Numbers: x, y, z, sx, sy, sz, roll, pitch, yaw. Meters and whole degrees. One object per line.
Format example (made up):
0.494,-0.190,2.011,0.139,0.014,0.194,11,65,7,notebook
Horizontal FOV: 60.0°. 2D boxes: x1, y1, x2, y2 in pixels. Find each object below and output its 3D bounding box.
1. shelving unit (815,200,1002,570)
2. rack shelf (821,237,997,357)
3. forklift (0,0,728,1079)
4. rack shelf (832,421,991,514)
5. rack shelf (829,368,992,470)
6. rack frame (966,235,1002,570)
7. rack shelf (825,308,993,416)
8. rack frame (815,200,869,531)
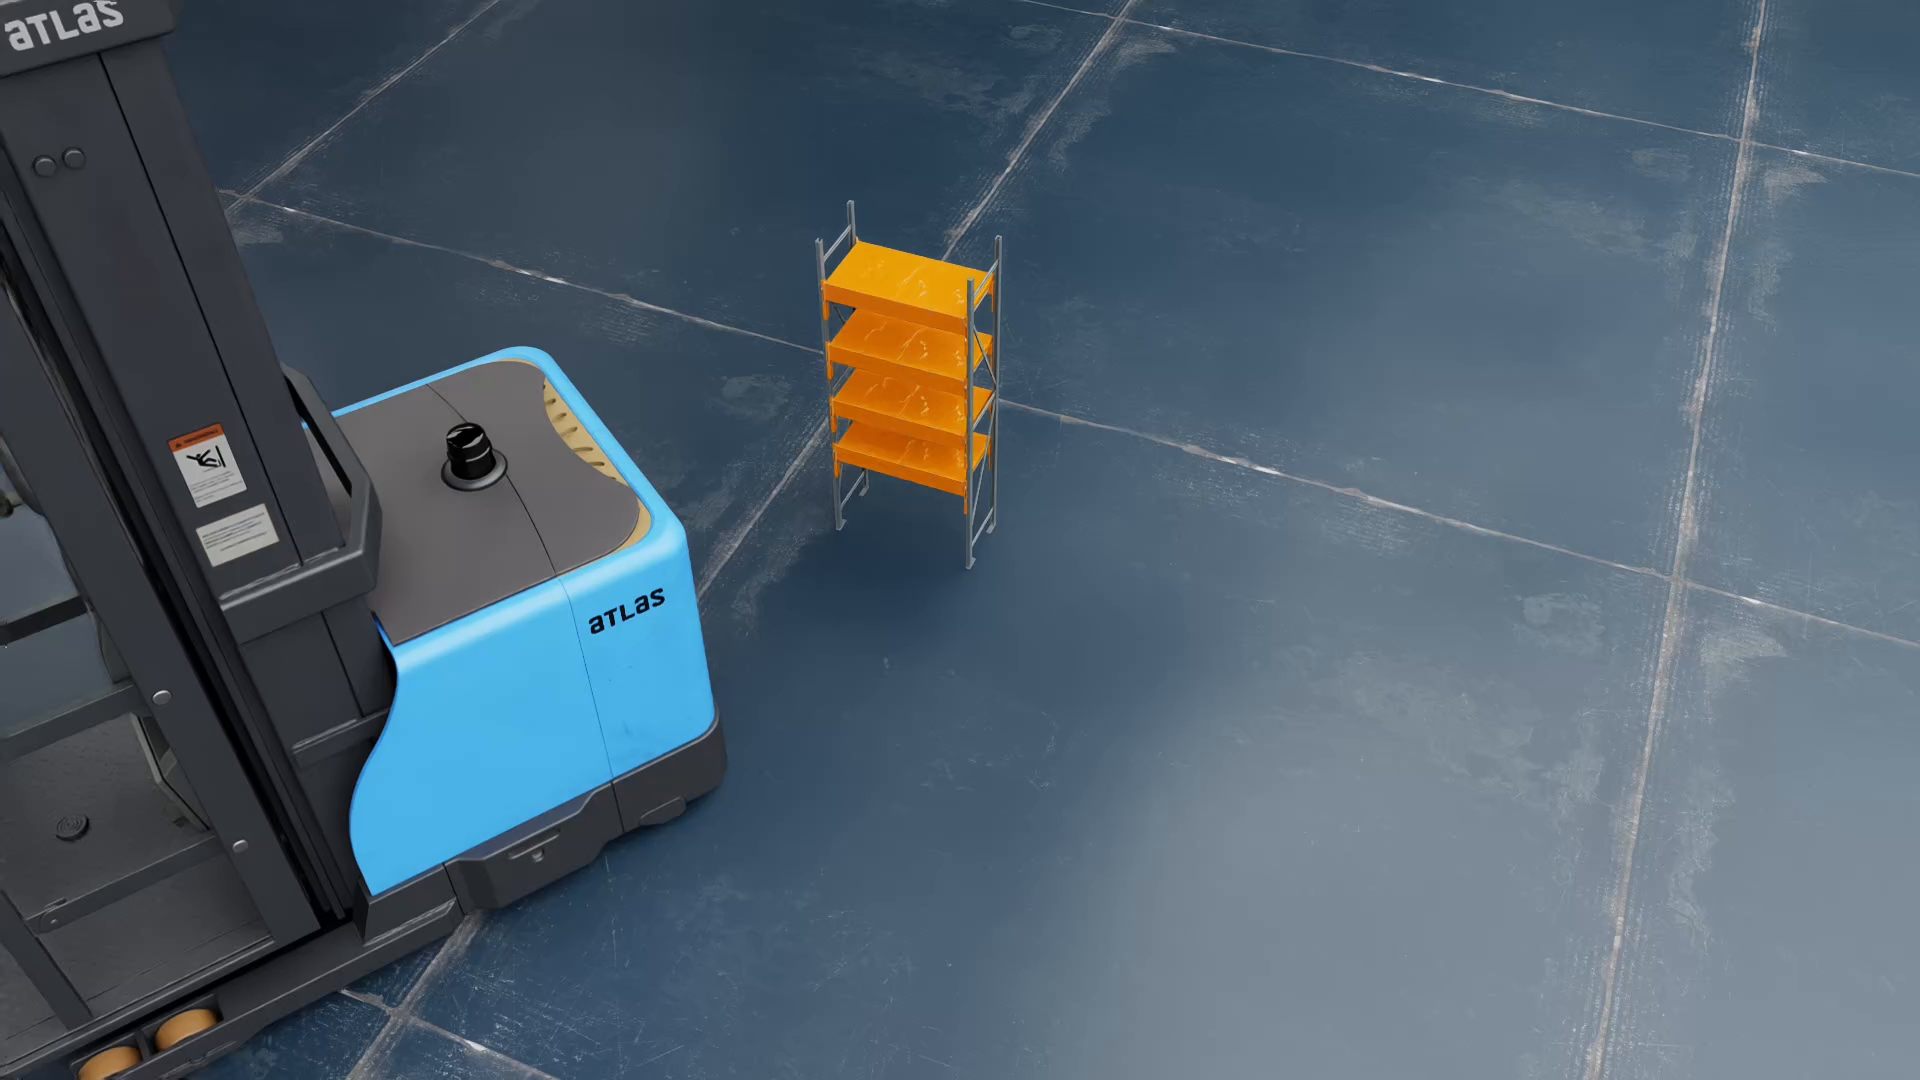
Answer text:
-0.153,-0.470,5.372,0.503,1.200,0.258,16,47,16,shelving unit
-0.153,-0.749,5.095,0.480,0.148,0.258,16,47,16,rack shelf
-2.205,-0.005,3.677,3.031,2.935,1.130,-25,50,-23,forklift
-0.153,-0.282,5.559,0.480,0.148,0.258,16,47,16,rack shelf
-0.153,-0.423,5.419,0.480,0.148,0.258,16,47,16,rack shelf
0.072,-0.404,5.305,0.015,1.200,0.240,16,47,16,rack frame
-0.153,-0.581,5.262,0.480,0.148,0.258,16,47,16,rack shelf
-0.378,-0.537,5.439,0.015,1.200,0.240,16,47,16,rack frame
